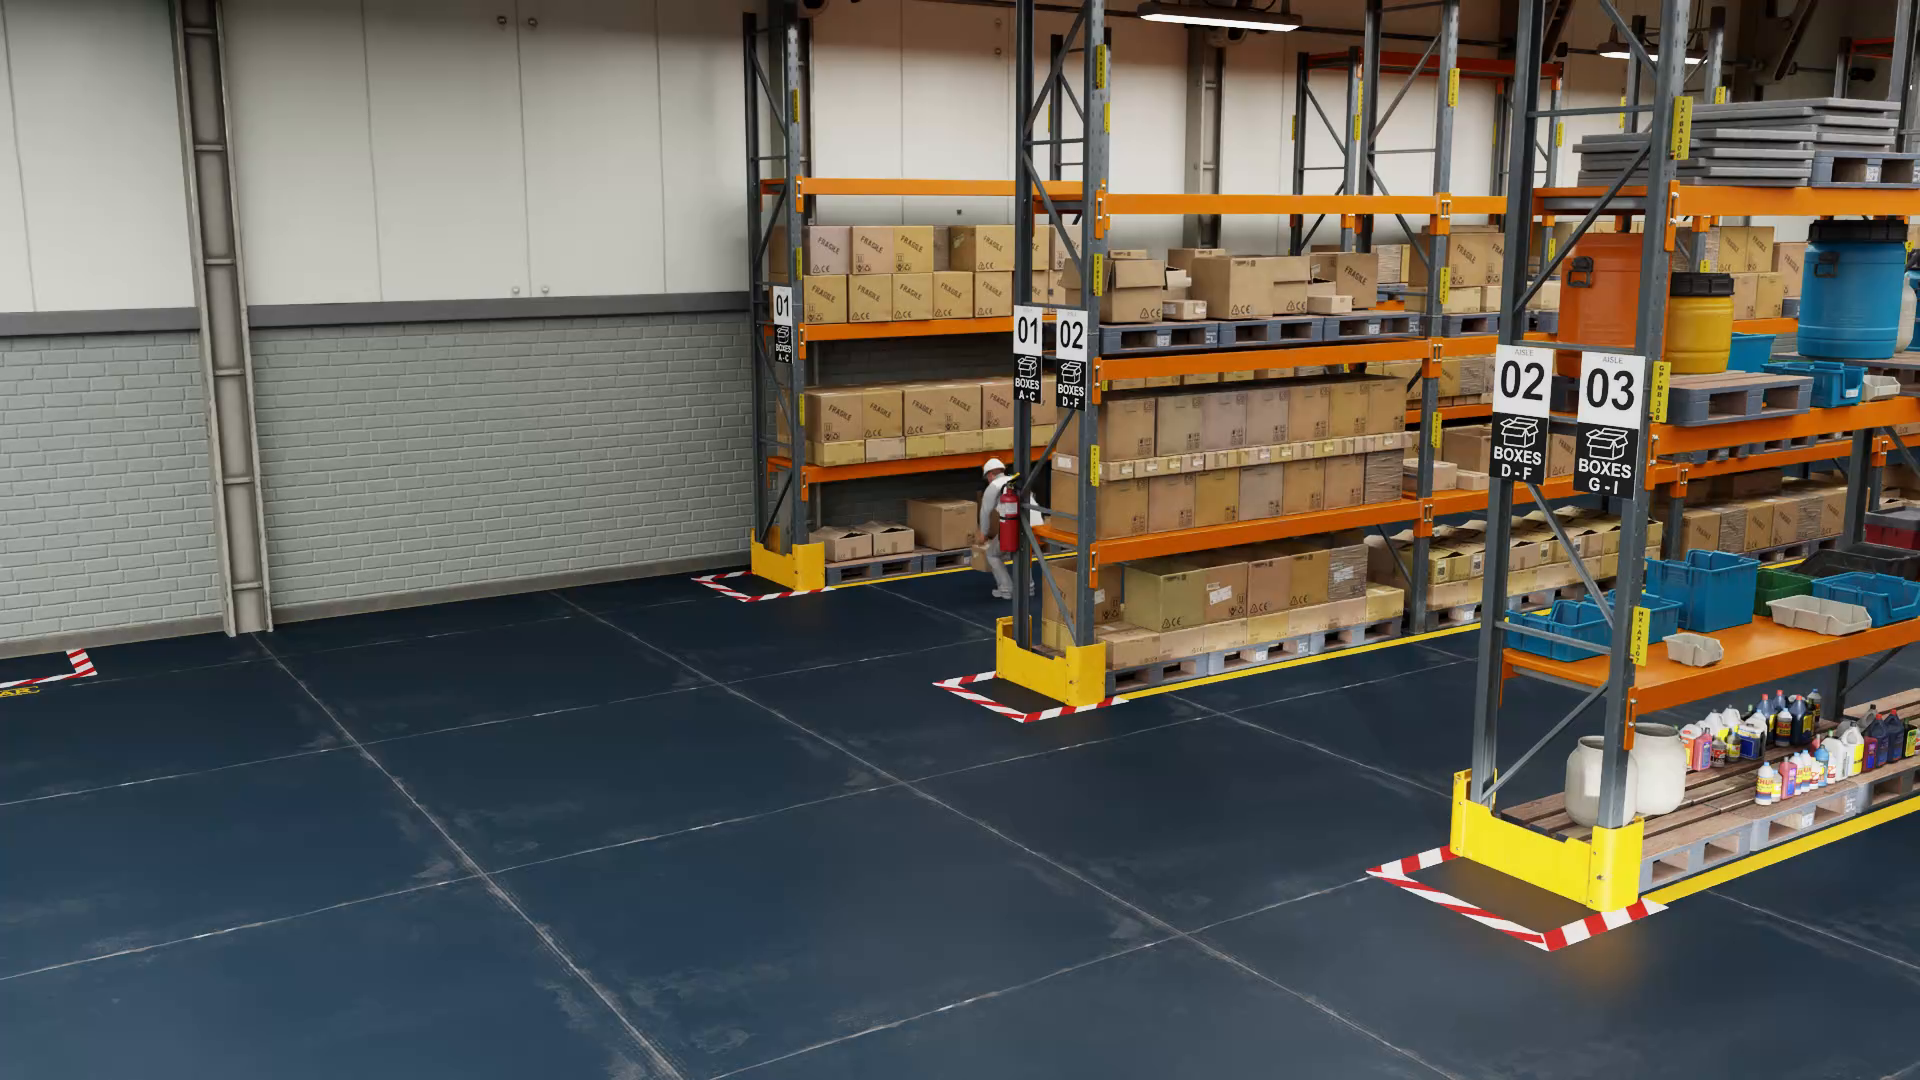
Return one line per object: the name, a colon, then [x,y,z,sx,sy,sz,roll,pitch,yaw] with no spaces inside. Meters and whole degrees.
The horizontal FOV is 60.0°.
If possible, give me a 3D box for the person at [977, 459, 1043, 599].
person: [0.503,-0.115,17.372,0.592,1.422,0.768,-7,13,-33]
